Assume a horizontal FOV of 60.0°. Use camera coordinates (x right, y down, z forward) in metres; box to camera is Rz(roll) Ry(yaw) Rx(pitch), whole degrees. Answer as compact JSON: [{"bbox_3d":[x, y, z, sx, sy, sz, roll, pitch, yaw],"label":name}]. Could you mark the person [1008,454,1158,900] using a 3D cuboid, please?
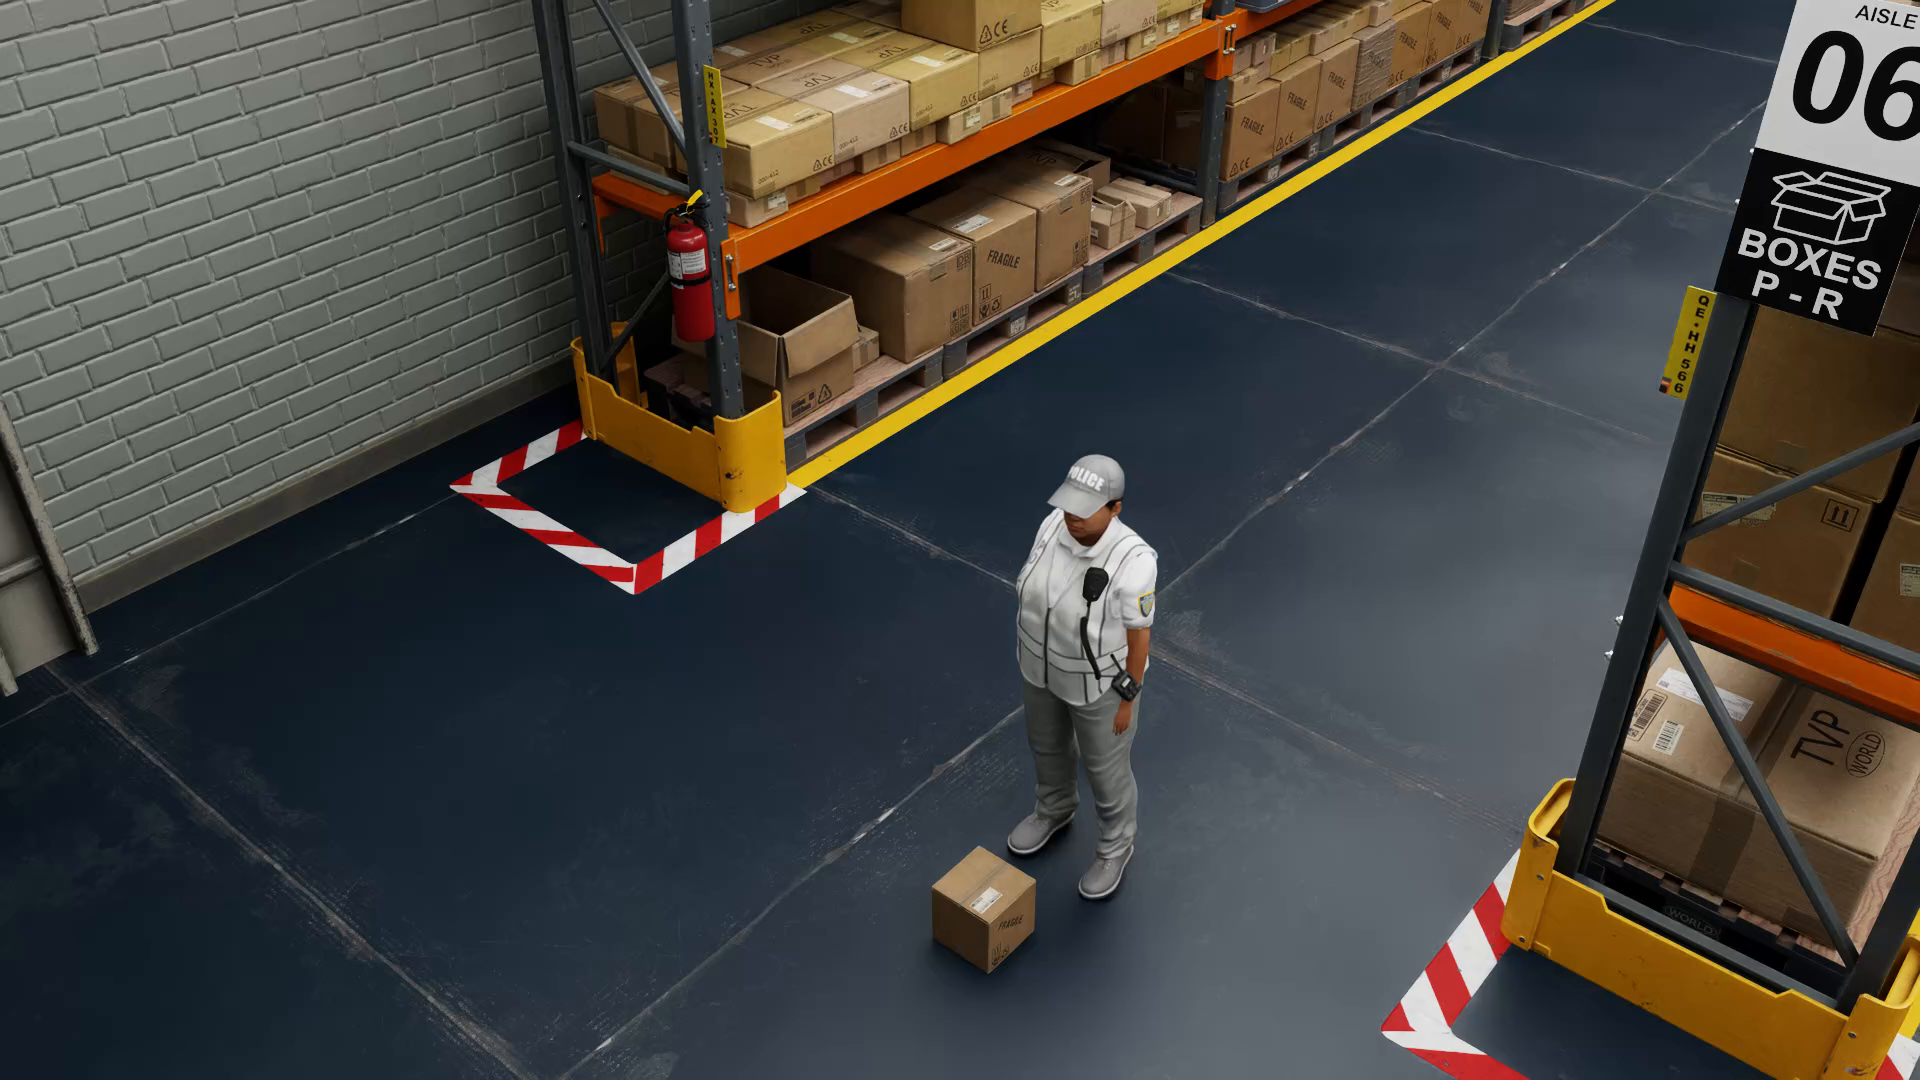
[{"bbox_3d":[0.397,0.449,5.486,0.468,1.670,0.386,27,43,33],"label":"person"}]
